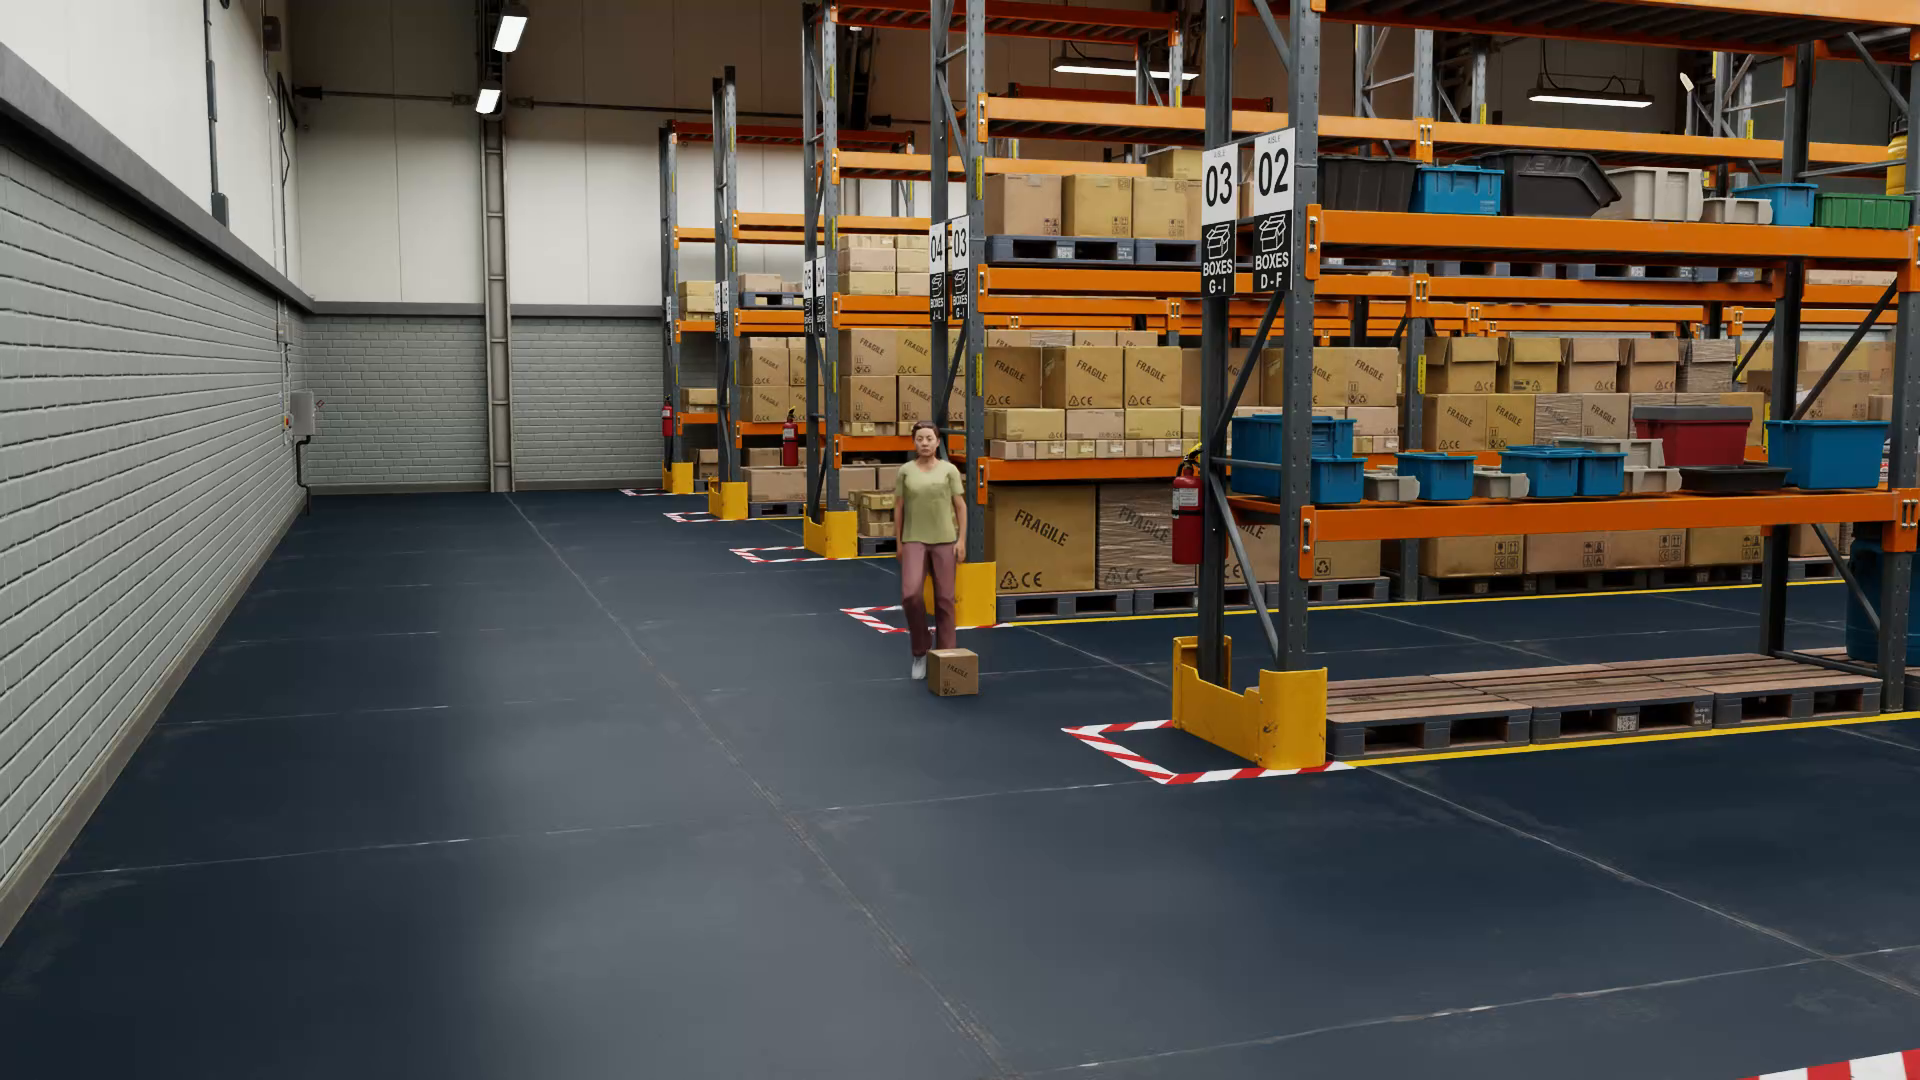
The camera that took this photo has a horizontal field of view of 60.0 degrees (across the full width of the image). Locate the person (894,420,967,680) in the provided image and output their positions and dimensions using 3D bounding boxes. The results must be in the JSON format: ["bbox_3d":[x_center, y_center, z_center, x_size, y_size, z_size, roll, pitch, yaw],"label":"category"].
[{"bbox_3d":[-0.197,0.065,10.884,0.485,1.694,0.523,0,6,1],"label":"person"}]
